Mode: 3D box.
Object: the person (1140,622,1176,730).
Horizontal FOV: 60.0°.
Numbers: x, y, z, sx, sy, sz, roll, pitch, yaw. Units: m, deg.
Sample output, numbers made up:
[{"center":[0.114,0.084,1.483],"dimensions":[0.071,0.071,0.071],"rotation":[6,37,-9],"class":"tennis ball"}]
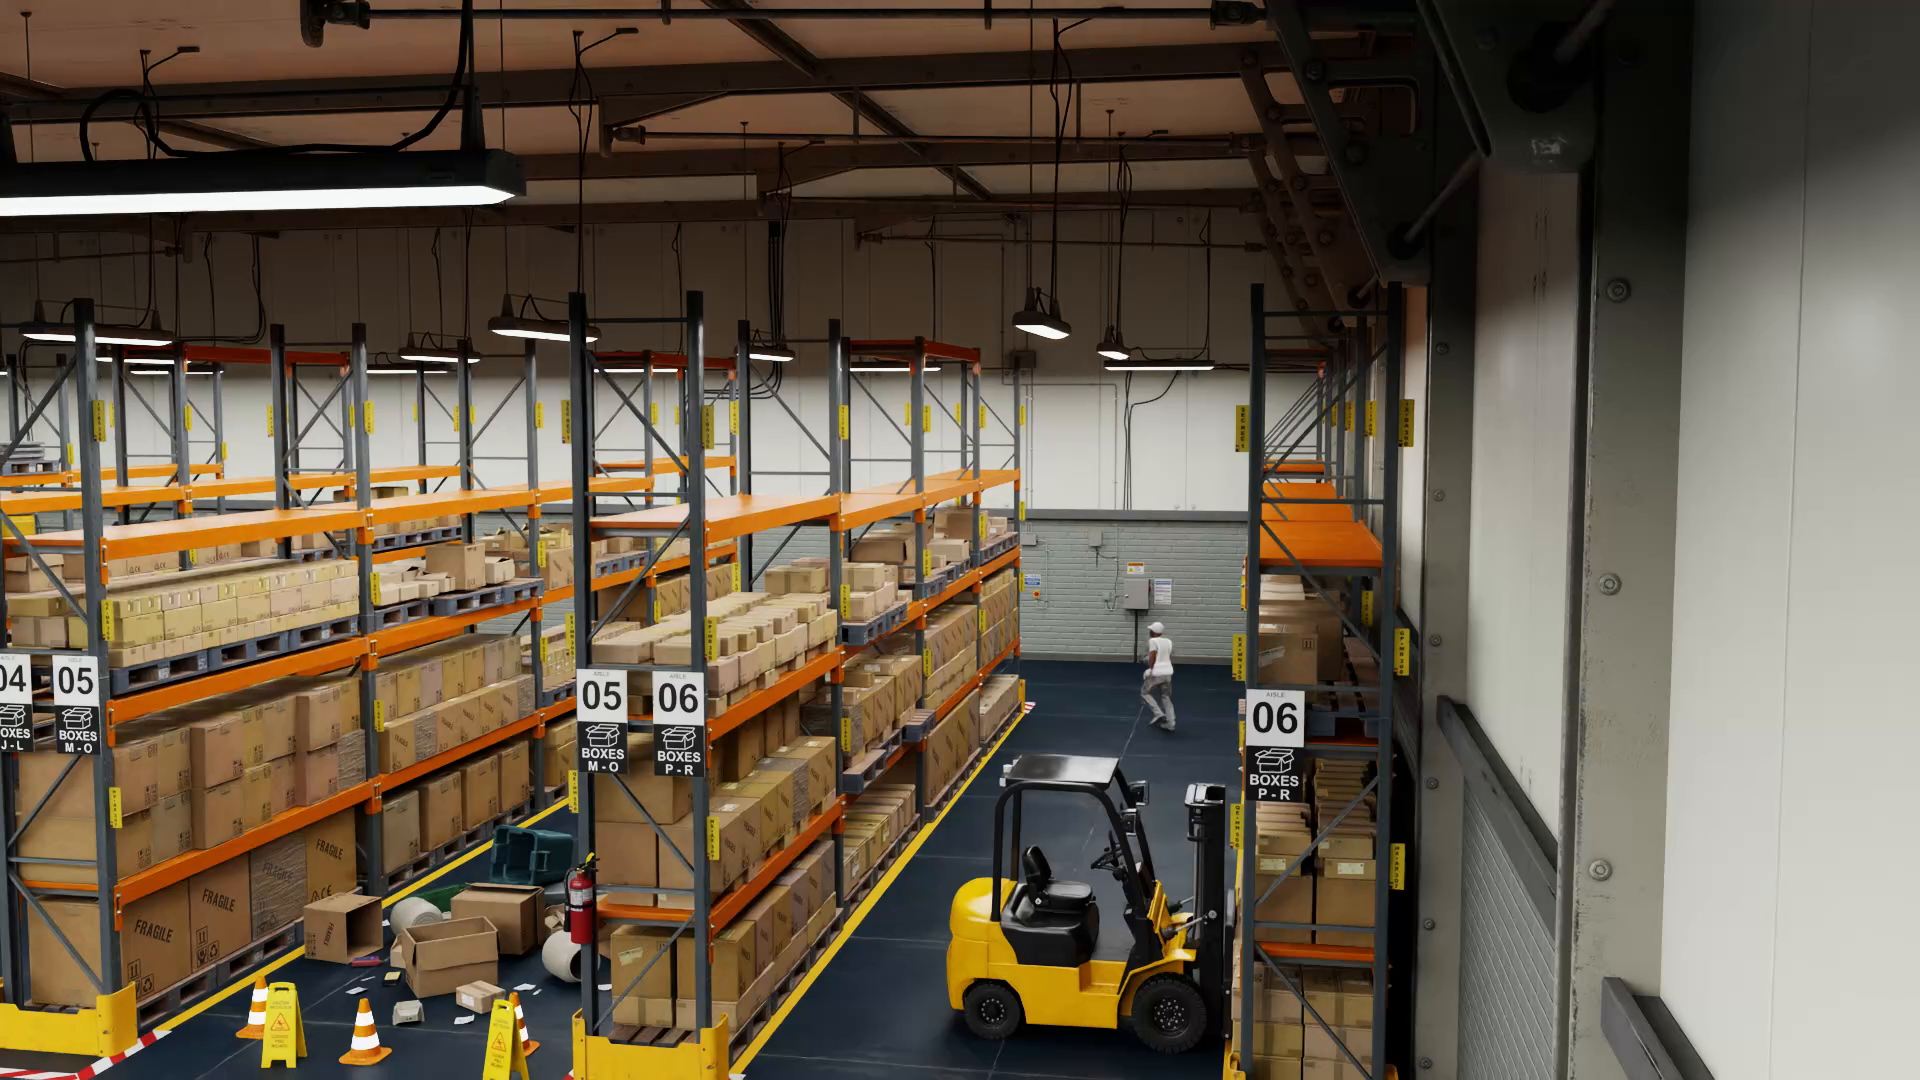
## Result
[{"center":[3.172,2.169,26.847],"dimensions":[0.666,1.686,0.842],"rotation":[-2,5,-27],"class":"person"}]
